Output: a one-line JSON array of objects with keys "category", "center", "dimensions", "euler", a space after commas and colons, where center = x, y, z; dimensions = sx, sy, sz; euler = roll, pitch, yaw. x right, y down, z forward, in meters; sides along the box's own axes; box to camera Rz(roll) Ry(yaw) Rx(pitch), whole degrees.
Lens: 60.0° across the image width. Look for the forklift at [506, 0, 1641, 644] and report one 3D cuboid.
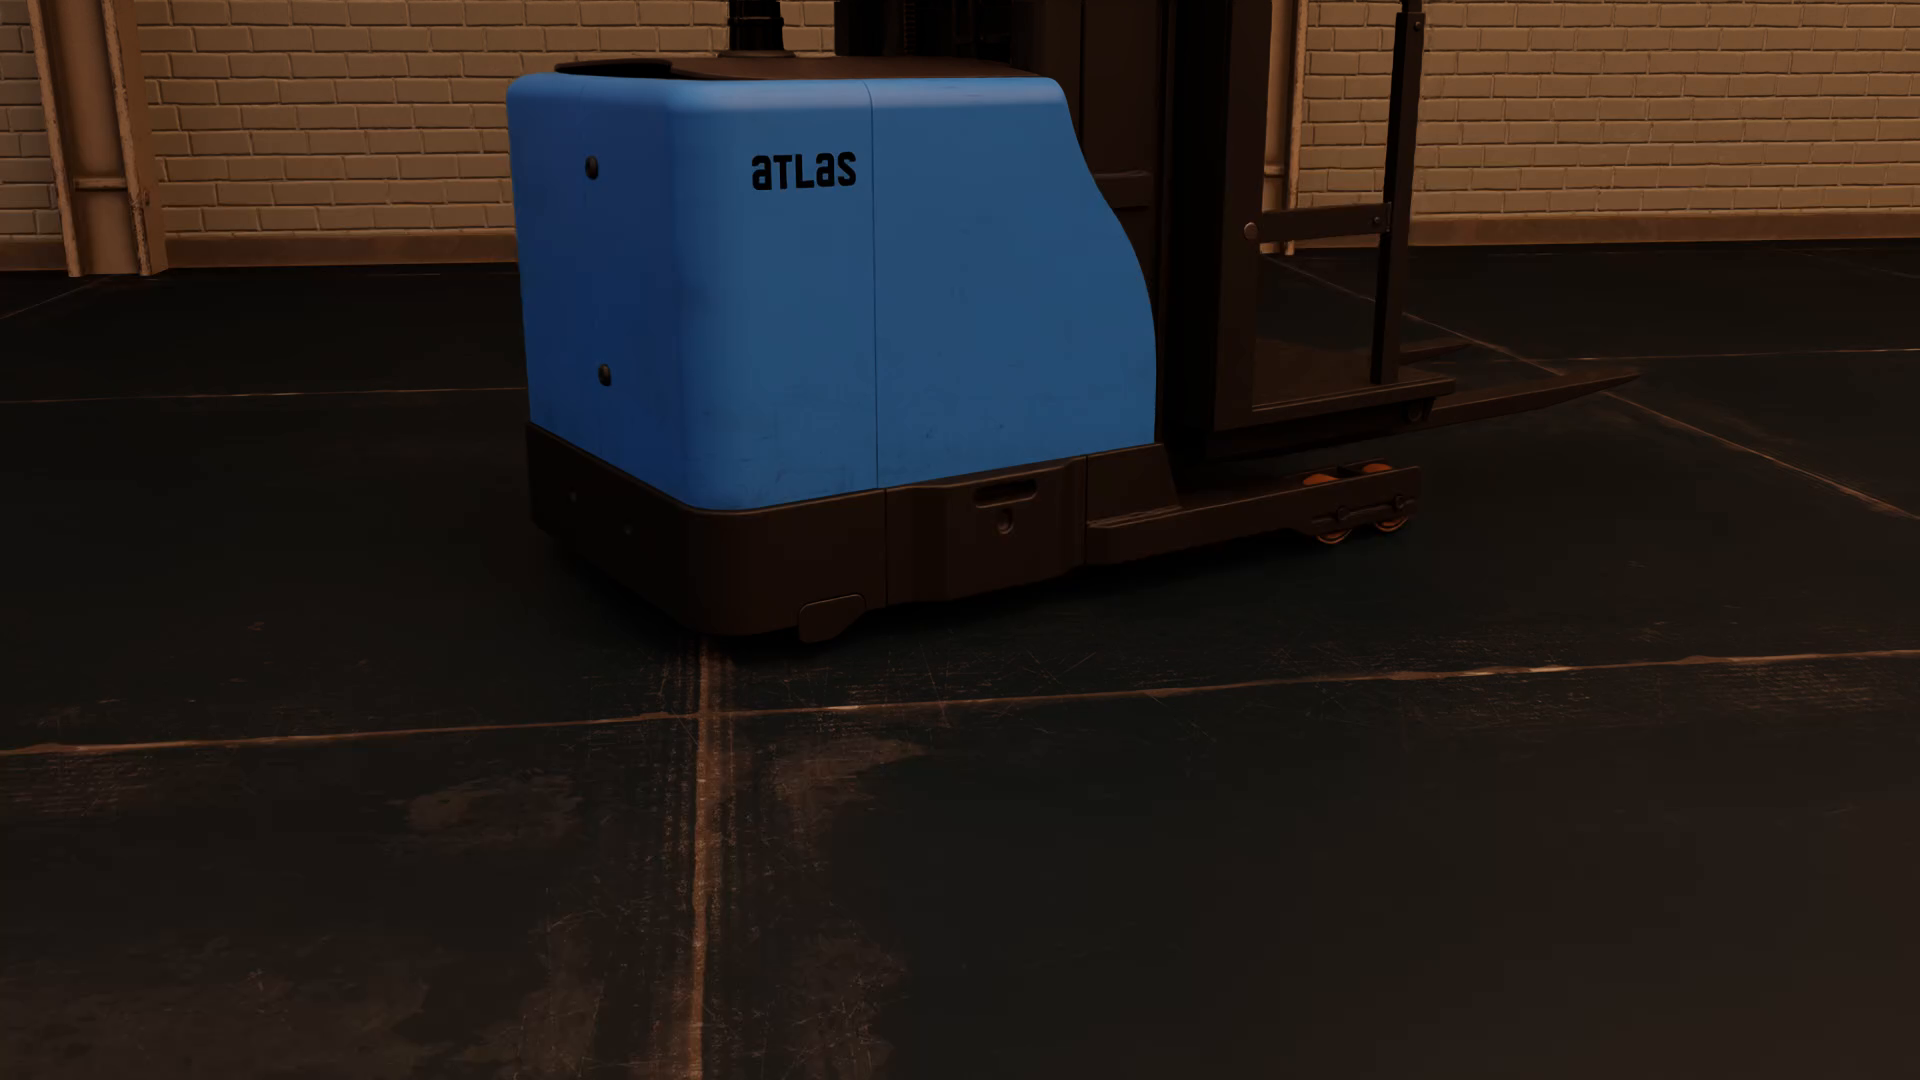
[{"category": "forklift", "center": [0.514, -1.508, 3.891], "dimensions": [3.031, 2.935, 1.130], "euler": [-11, 20, -32]}]
